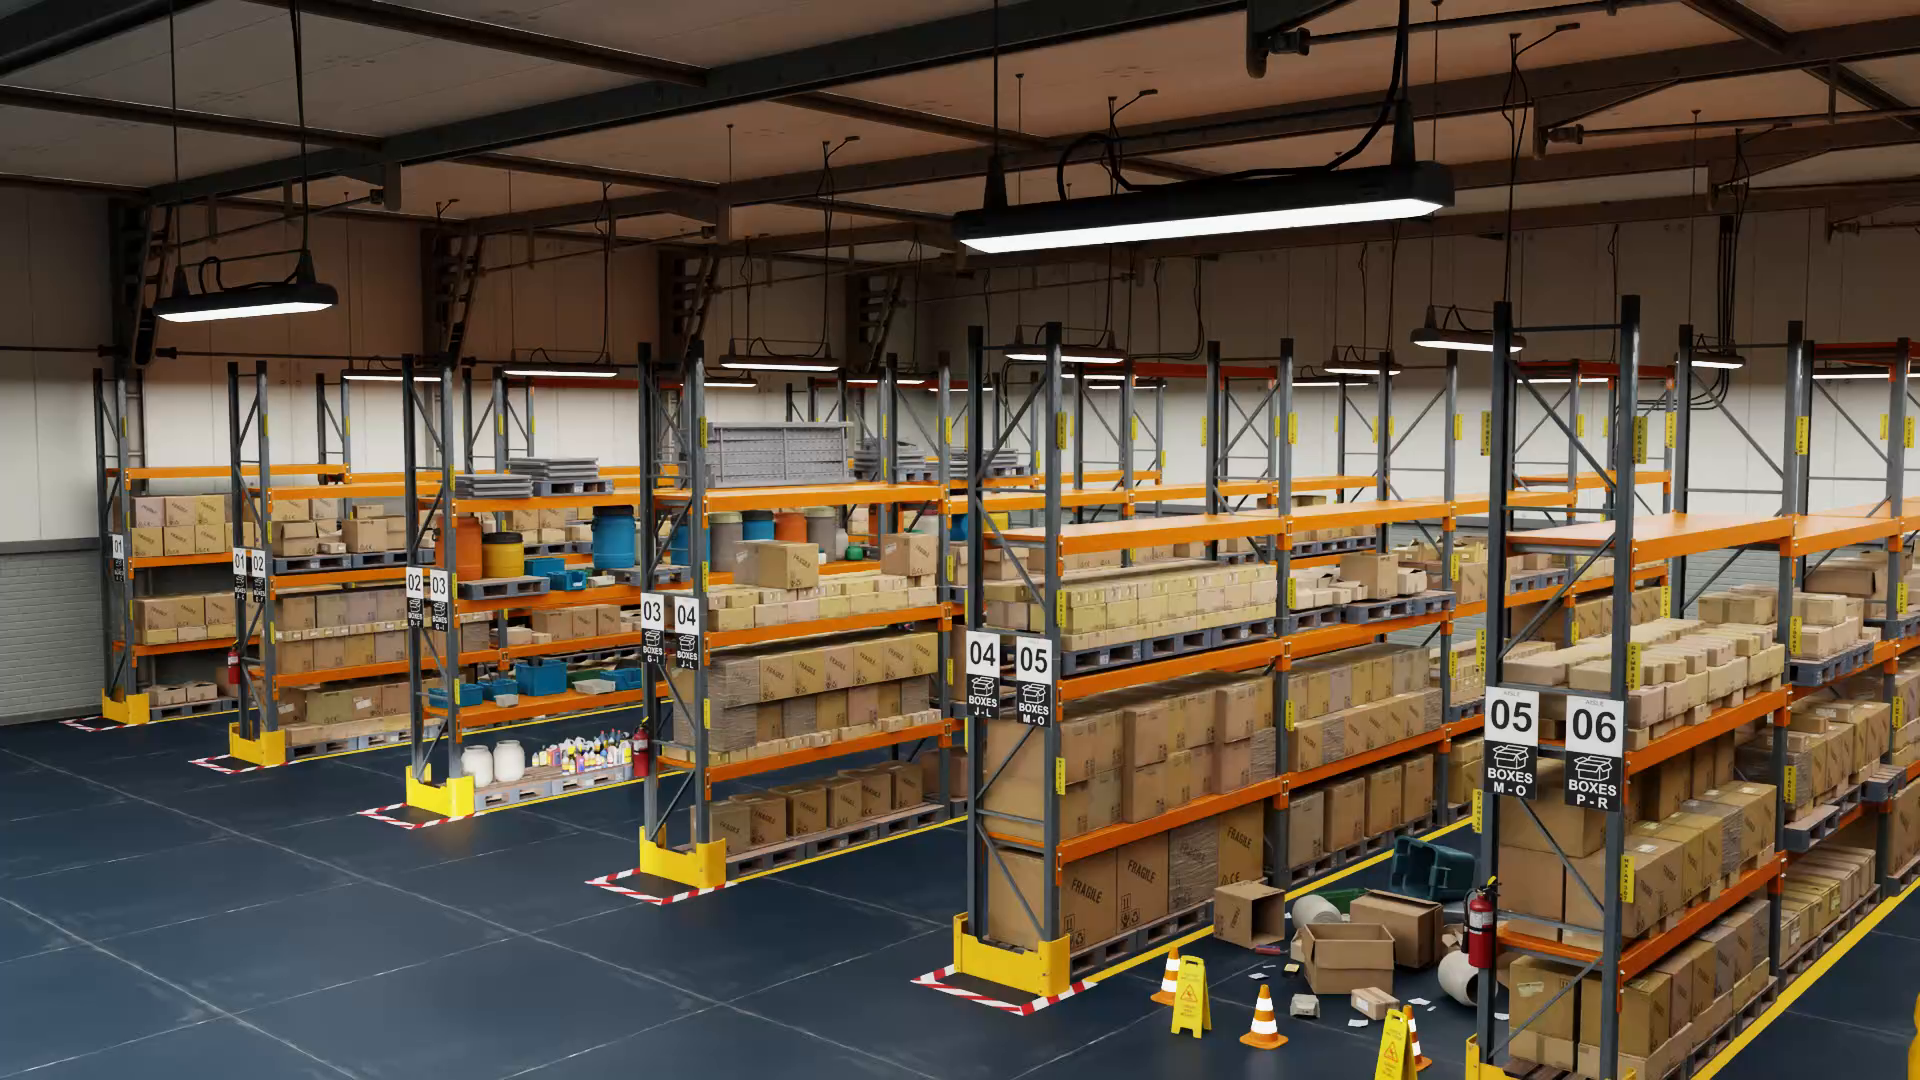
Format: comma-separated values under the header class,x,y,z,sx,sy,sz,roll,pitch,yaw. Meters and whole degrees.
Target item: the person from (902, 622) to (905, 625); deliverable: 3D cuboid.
class,x,y,z,sx,sy,sz,roll,pitch,yaw
person,-1.479,1.483,40.120,0.471,1.490,0.497,-4,6,-41
